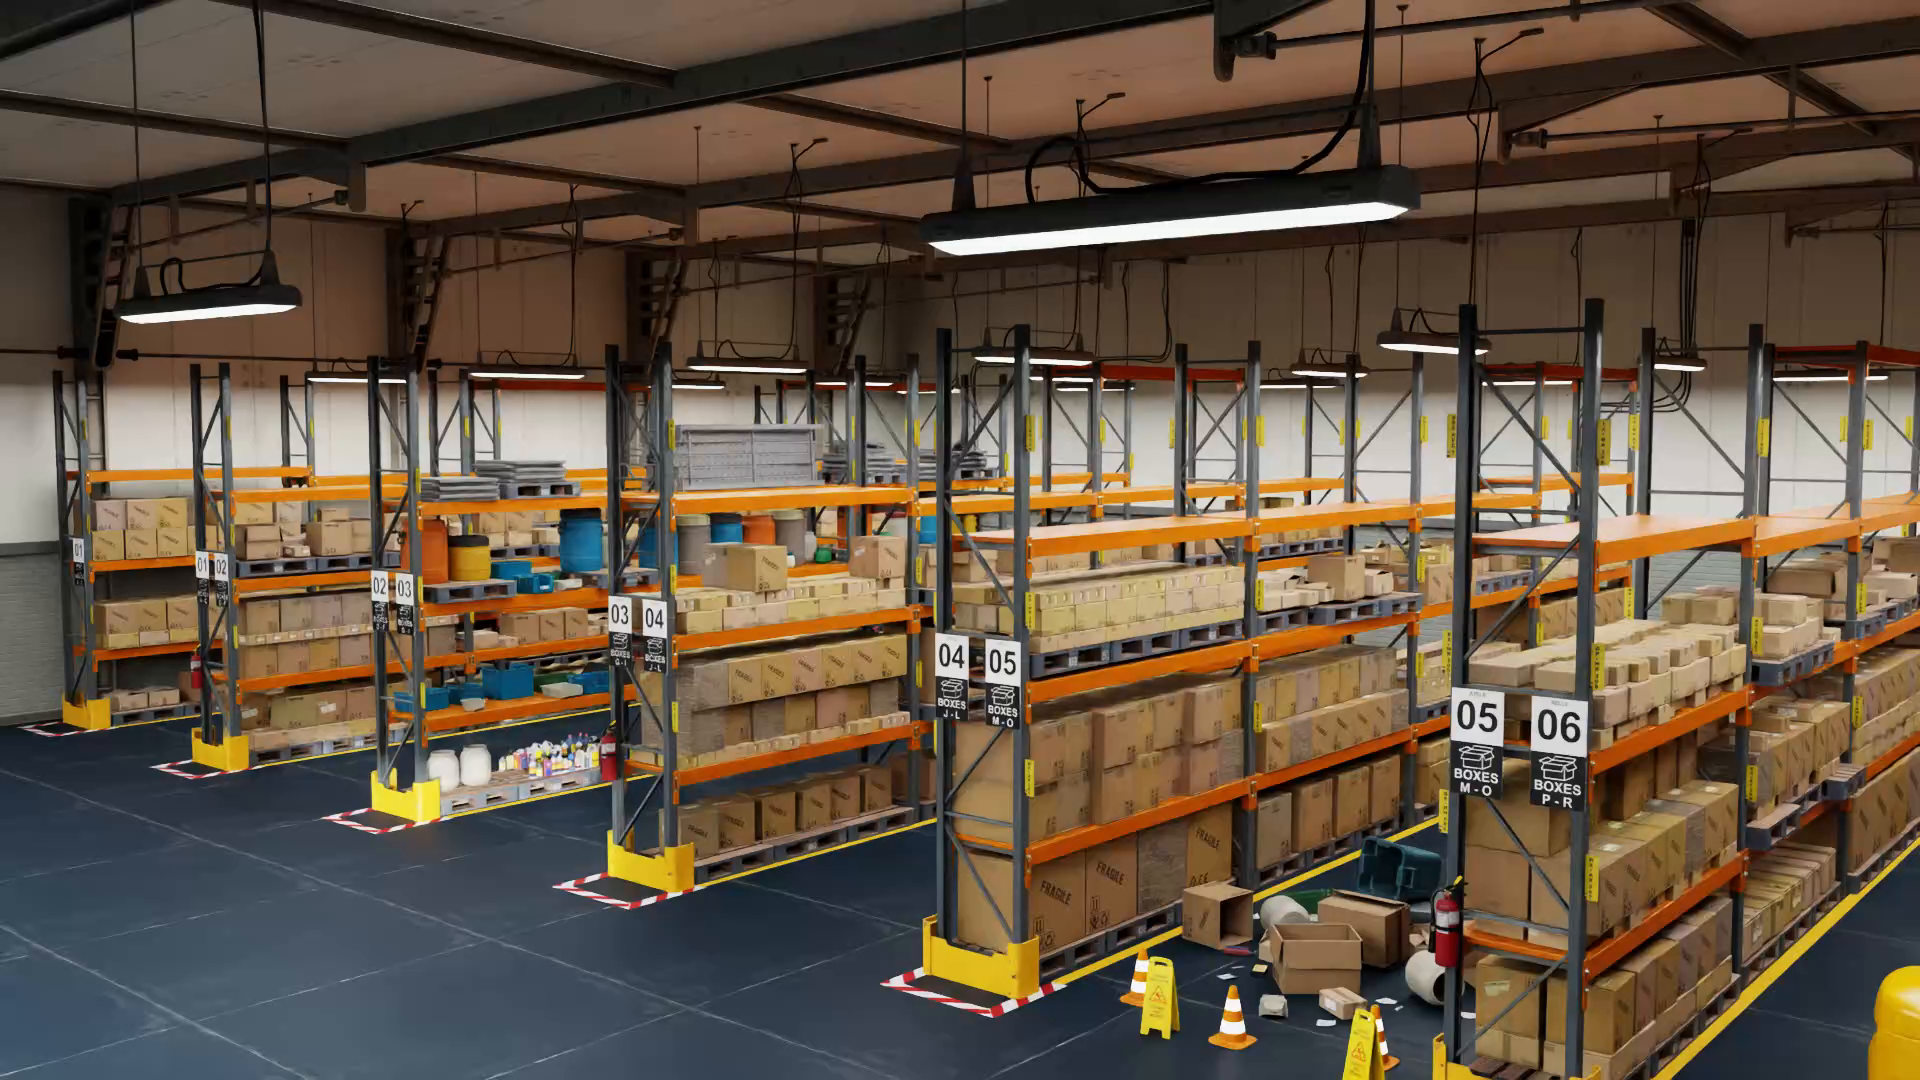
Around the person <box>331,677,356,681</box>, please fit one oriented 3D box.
[{"bbox_3d":[-10.374,2.231,28.085,0.649,1.837,0.835,3,5,35],"label":"person"}]
